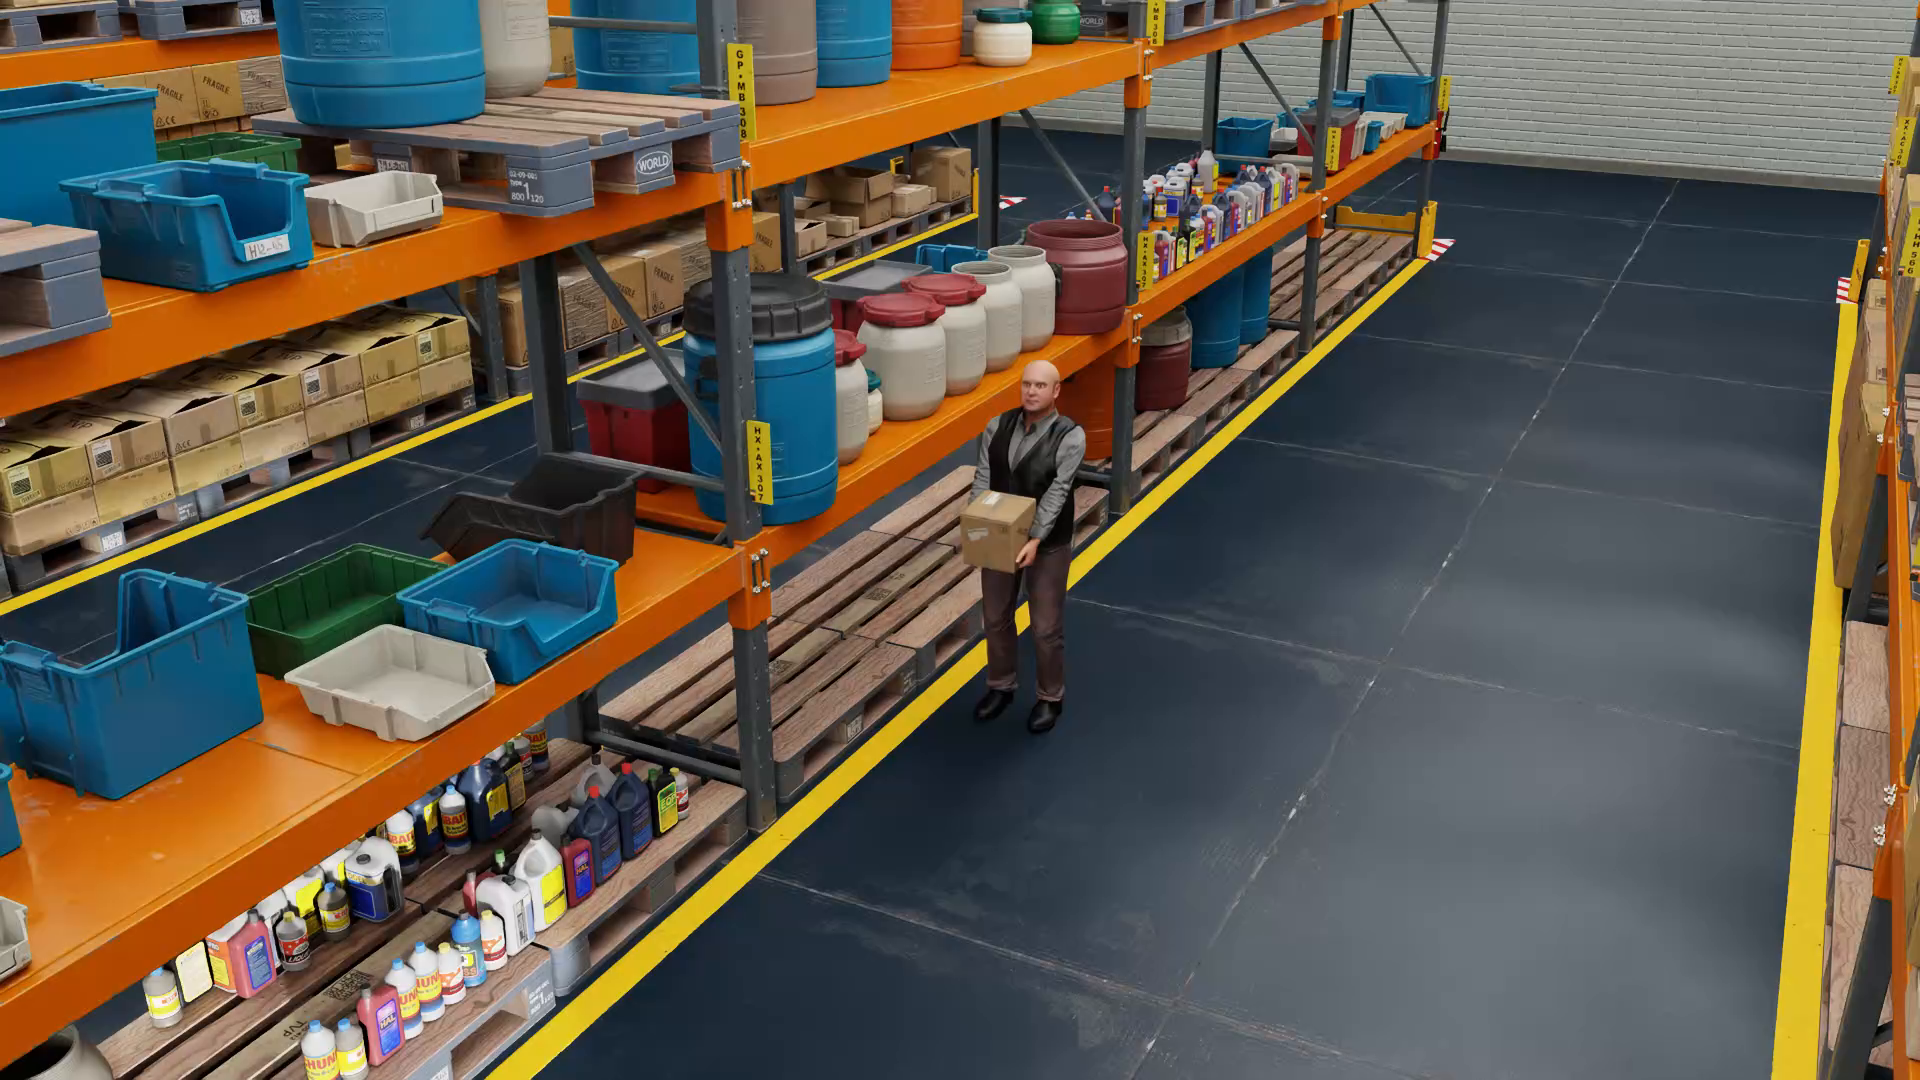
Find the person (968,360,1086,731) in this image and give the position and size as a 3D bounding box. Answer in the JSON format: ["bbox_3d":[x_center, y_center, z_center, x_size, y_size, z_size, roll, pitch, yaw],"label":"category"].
[{"bbox_3d":[0.274,0.054,7.507,0.494,1.711,0.560,11,25,25],"label":"person"}]
